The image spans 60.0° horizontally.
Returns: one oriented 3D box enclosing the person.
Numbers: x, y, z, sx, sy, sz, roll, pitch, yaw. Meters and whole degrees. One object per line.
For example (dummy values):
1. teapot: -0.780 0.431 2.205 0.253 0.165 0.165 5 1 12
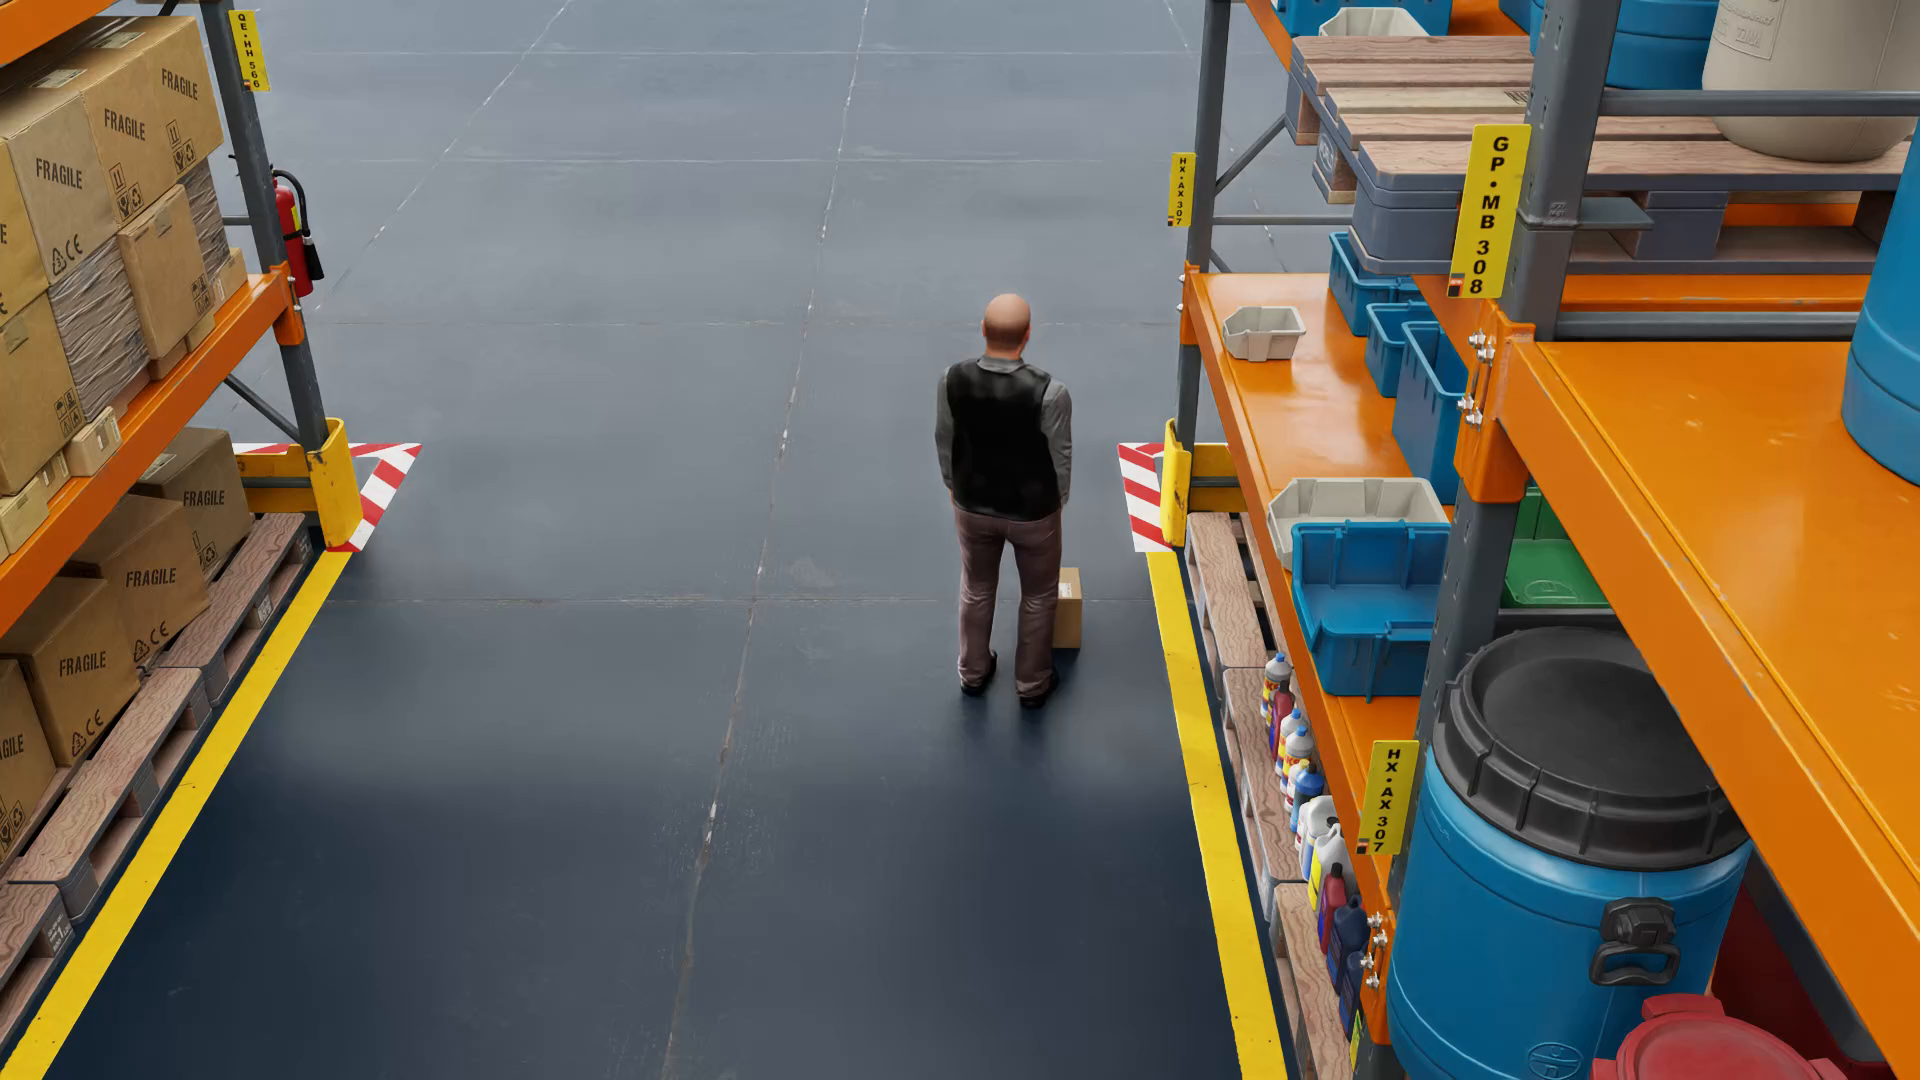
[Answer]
1. person: 0.166 -0.134 6.398 0.537 1.714 0.359 11 33 17
